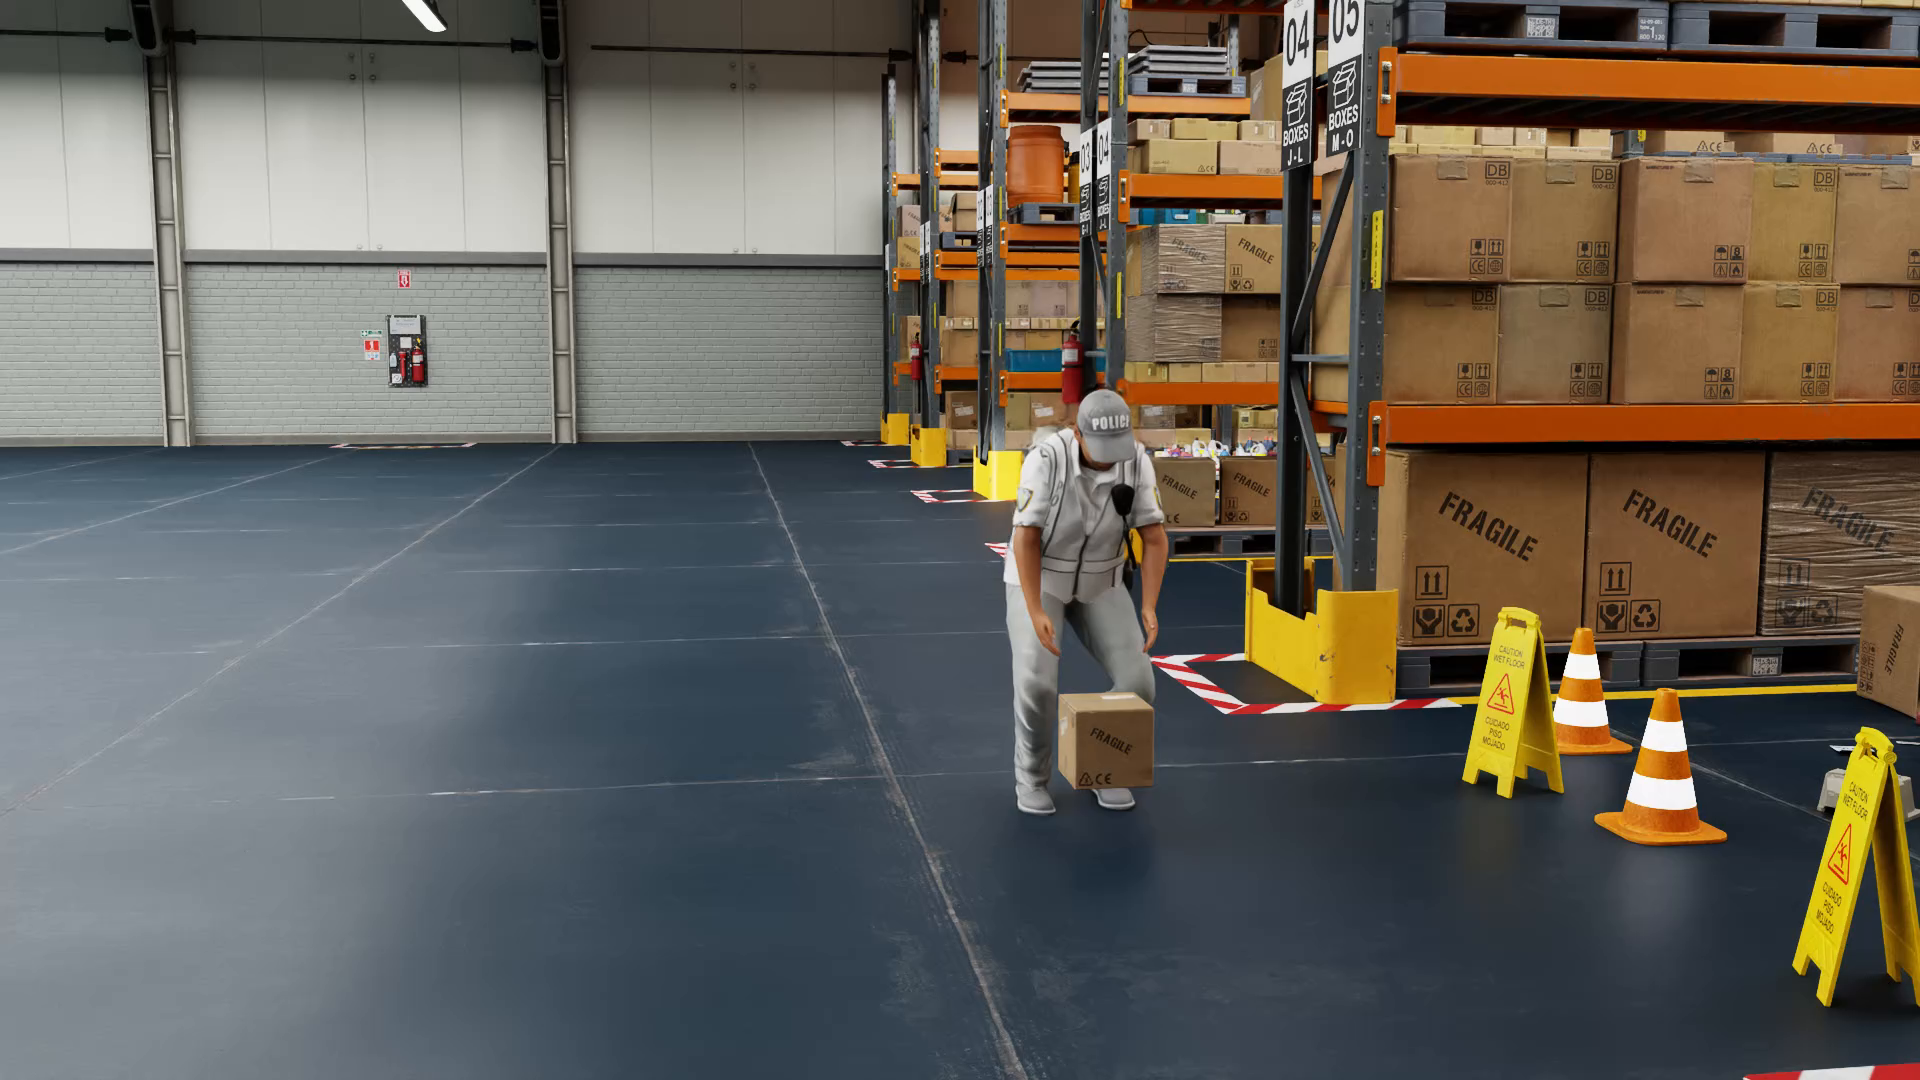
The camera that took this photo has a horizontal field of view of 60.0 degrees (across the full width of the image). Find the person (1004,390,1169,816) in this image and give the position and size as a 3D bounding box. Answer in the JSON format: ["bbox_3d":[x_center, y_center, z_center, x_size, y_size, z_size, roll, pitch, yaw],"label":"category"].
[{"bbox_3d":[0.428,0.203,5.639,0.532,1.432,0.691,-1,7,-8],"label":"person"}]
